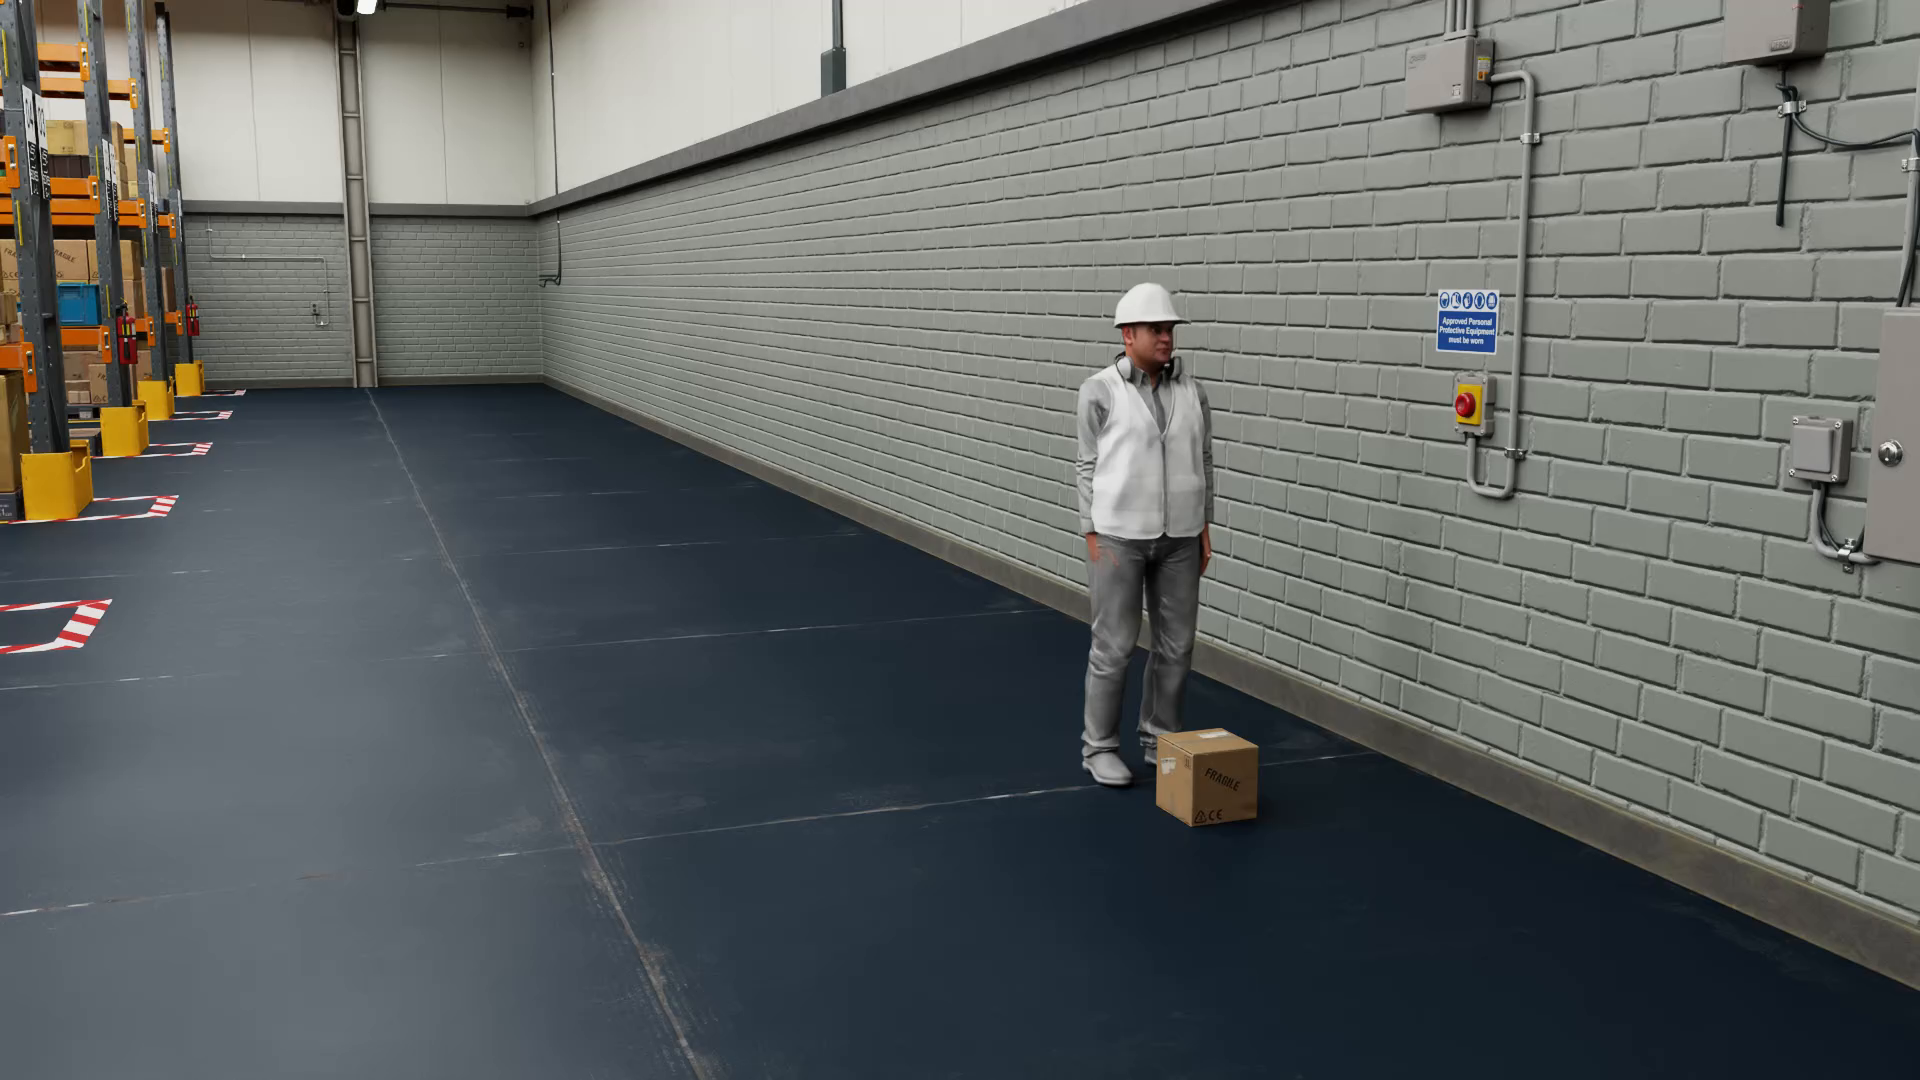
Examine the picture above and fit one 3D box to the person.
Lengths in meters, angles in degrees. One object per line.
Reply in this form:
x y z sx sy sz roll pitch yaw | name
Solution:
0.672 -0.023 5.937 0.531 1.769 0.359 -3 9 -20 | person
